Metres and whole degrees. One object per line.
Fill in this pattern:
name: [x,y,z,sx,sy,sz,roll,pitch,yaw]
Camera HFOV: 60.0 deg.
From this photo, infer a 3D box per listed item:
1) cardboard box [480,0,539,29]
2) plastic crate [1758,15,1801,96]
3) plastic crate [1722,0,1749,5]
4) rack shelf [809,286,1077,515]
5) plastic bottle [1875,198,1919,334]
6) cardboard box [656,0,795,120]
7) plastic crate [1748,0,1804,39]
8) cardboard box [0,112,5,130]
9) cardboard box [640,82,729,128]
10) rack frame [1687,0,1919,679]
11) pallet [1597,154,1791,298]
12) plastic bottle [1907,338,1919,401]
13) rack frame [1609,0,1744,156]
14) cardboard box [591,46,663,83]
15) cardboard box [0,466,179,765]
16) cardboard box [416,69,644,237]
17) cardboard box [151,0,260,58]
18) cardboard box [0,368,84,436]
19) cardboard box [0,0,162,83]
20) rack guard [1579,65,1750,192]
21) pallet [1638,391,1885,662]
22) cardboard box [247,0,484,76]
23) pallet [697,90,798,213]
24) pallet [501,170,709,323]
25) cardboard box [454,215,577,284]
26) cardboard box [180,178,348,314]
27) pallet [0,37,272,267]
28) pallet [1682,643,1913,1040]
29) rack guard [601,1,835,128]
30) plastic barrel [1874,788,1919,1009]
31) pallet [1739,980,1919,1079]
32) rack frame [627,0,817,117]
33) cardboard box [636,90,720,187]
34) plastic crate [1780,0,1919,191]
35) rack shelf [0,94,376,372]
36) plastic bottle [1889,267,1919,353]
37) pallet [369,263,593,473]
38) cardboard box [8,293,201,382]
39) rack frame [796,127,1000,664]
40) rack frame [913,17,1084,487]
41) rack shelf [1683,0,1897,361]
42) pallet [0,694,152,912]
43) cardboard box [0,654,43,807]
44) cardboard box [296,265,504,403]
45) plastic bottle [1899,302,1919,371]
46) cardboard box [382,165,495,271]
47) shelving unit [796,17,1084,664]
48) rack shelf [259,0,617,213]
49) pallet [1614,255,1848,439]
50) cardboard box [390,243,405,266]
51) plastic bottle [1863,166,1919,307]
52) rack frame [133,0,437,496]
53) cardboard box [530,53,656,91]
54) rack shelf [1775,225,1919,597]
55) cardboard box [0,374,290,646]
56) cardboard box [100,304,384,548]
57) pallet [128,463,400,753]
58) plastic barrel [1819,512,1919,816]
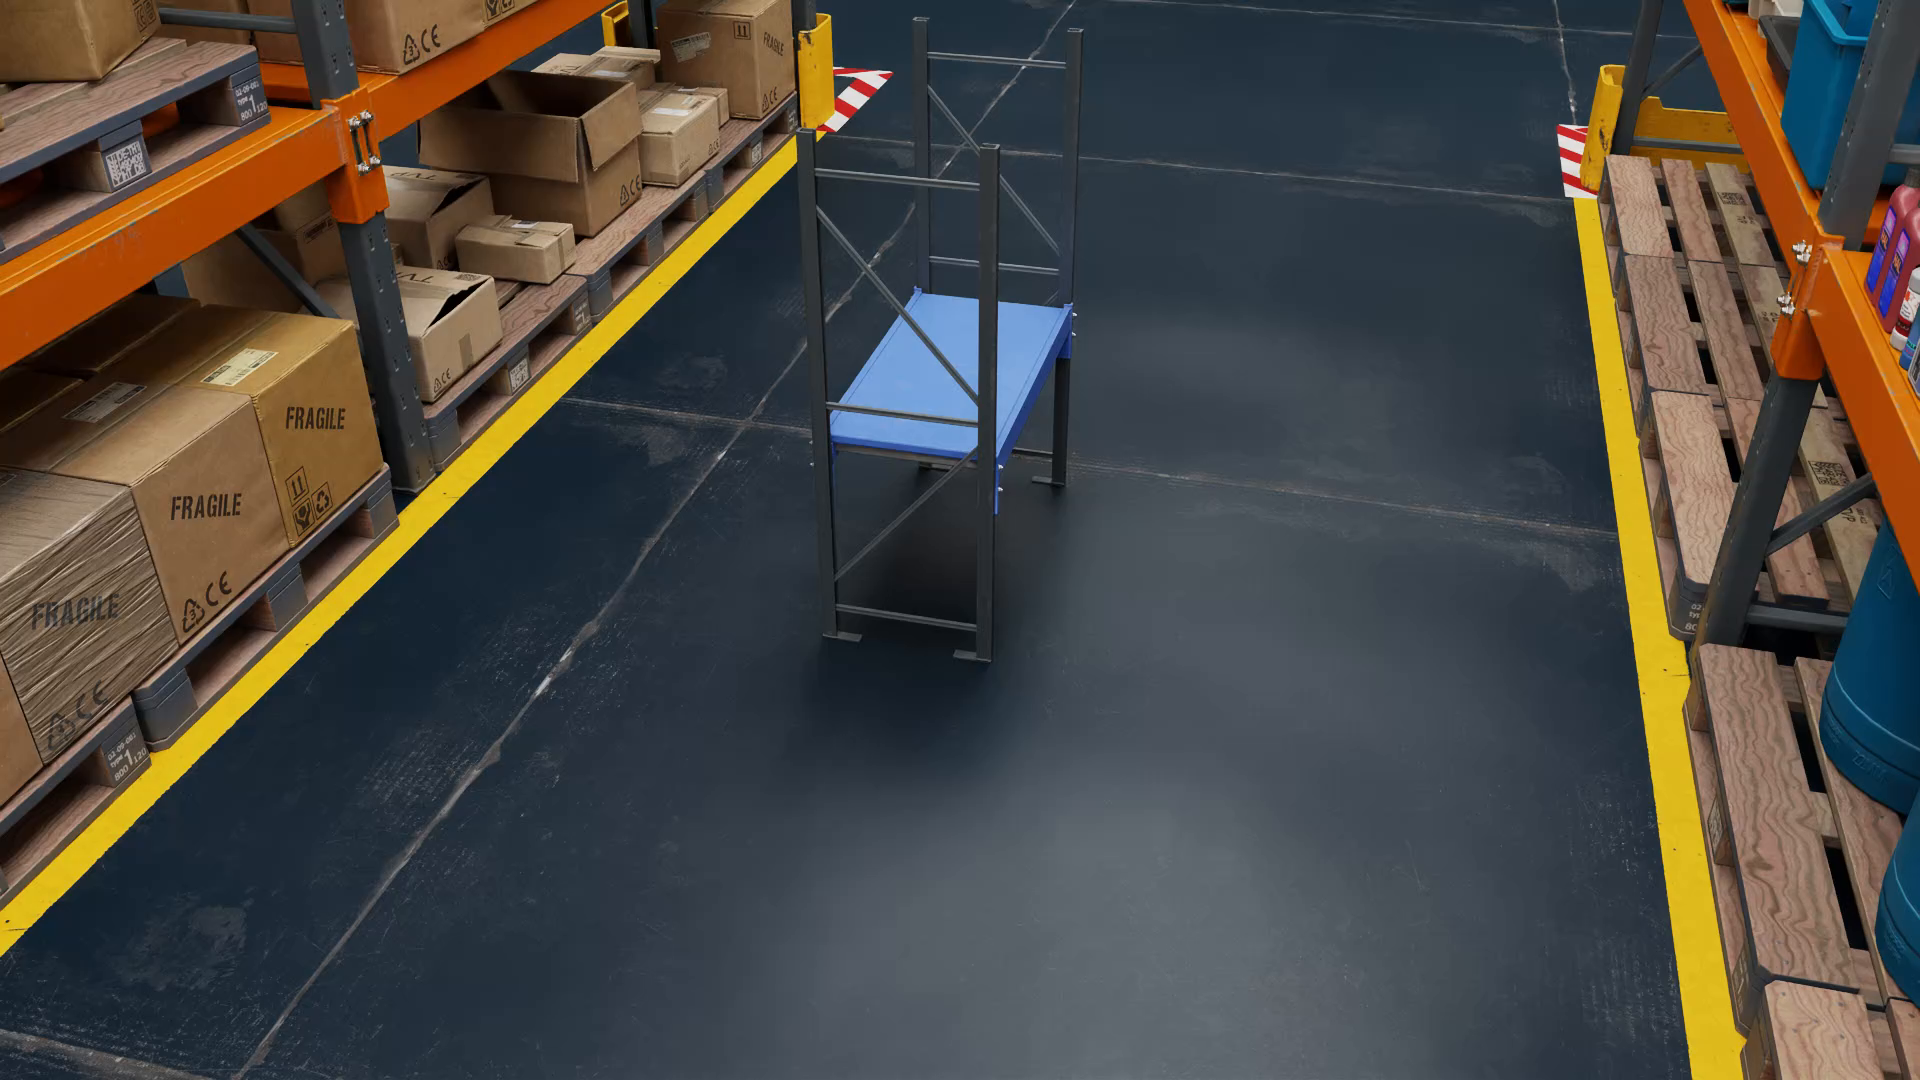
cardboard box: [-1.734,-2.046,5.580,0.500,0.500,0.500,9,33,13]
plastic crate: [2.561,-1.361,4.795,0.437,0.125,0.590,8,33,12]
plastic crate: [2.760,-1.942,5.610,0.416,0.233,0.300,8,33,12]
rack shelf: [-0.022,-0.437,4.875,0.538,0.185,1.000,8,33,12]
plastic bottle: [1.997,-0.584,3.481,0.061,0.283,0.133,8,33,12]
cardboard box: [-1.138,-2.401,8.152,0.500,0.500,0.500,8,33,12]
plastic crate: [2.688,-1.693,5.307,0.293,0.136,0.466,8,33,12]
cardboard box: [-2.703,-1.149,3.777,0.700,0.500,0.500,13,35,20]
cardboard box: [-1.328,-2.063,7.930,0.380,0.166,0.250,8,33,12]
rack frame: [2.537,-0.834,3.767,1.000,3.000,0.127,8,33,12]
pallet: [3.305,-1.311,7.115,1.003,0.211,1.213,8,33,12]
plastic bottle: [1.958,-0.404,3.205,0.152,0.276,0.135,8,33,12]
rack frame: [3.552,-2.910,7.032,1.000,3.000,0.127,8,33,12]
cardboard box: [-1.677,-2.398,8.474,0.380,0.149,0.250,8,33,12]
cardboard box: [-2.363,0.169,4.108,0.500,0.500,0.500,8,33,13]
cardboard box: [-1.782,-1.618,6.917,0.797,0.503,0.637,8,33,12]
cardboard box: [-2.375,-1.847,5.267,0.500,0.500,0.500,9,33,13]
cardboard box: [-2.737,-0.145,4.603,0.500,0.500,0.500,8,33,13]
cardboard box: [-2.590,-1.515,4.352,0.700,0.500,0.500,-3,33,-4]
rack guard: [3.545,-1.869,7.725,1.175,0.500,0.348,8,33,12]
pallet: [2.686,-0.044,5.123,1.003,0.211,1.213,8,33,12]
cardboard box: [-1.861,-1.780,5.161,0.500,0.500,0.500,9,34,14]
pallet: [-1.459,-1.956,8.131,1.003,0.211,1.213,8,33,12]
pallet: [-1.771,-1.325,7.138,1.003,0.211,1.213,8,33,12]
cardboard box: [-1.728,-1.139,6.477,0.380,0.166,0.250,8,33,12]
cardboard box: [-2.383,-0.976,5.909,0.500,0.500,0.500,8,33,12]
pallet: [-2.562,-1.030,4.253,1.003,0.211,1.213,8,33,12]
pallet: [2.301,0.737,3.894,1.003,0.211,1.213,8,33,12]
rack guard: [-1.258,-2.492,8.704,1.175,0.500,0.348,8,33,12]
plastic barrel: [2.203,0.521,3.198,0.600,0.901,0.708,8,33,12]
pallet: [1.993,1.372,2.895,1.003,0.211,1.213,8,33,12]
rack frame: [-1.238,-3.586,8.096,1.000,3.000,0.127,8,33,12]
cardboard box: [-1.408,-1.807,7.450,0.500,0.250,0.500,8,33,12]
plastic crate: [2.325,-1.142,4.209,0.392,0.384,0.575,8,33,12]
rack shelf: [-2.761,-0.169,3.391,1.077,0.370,4.000,8,33,12]
plastic bottle: [1.986,-0.487,3.405,0.097,0.201,0.097,0,32,0]
pallet: [-2.078,-0.690,6.139,1.003,0.211,1.213,8,33,12]
cardboard box: [-2.612,-0.424,5.040,0.500,0.500,0.500,7,33,10]
rack frame: [-0.151,-0.325,4.363,0.500,1.500,0.032,8,33,12]
rack frame: [0.107,-0.852,5.193,0.500,1.500,0.032,8,33,12]
rack shelf: [3.044,-1.569,5.592,1.077,0.370,4.000,8,33,12]
pallet: [-2.731,0.728,3.907,1.003,0.211,1.213,8,33,12]
cardboard box: [-2.490,0.433,3.692,0.500,0.500,0.500,7,33,11]
cardboard box: [-1.938,-0.750,5.730,0.500,0.311,0.500,8,33,12]
plastic bottle: [1.961,-0.466,3.307,0.097,0.271,0.097,0,32,0]
cardboard box: [-2.193,-1.285,6.572,0.500,0.311,0.500,8,33,12]
shelving unit: [-0.022,-0.589,4.778,0.538,1.500,1.048,8,33,12]
rack shelf: [-1.746,-2.245,6.656,1.077,0.370,4.000,8,33,12]
pallet: [2.993,-0.680,6.122,1.003,0.211,1.213,8,33,12]
cardboard box: [-2.346,-1.030,6.322,0.380,0.149,0.250,8,33,12]
plastic bottle: [2.031,-0.653,3.590,0.061,0.283,0.133,8,33,12]
rack frame: [-2.254,-1.511,4.830,1.000,3.000,0.127,8,33,12]
cardboard box: [-1.778,-2.109,7.924,0.500,0.250,0.500,8,33,12]
rack shelf: [2.029,0.507,2.327,1.077,0.370,4.000,8,33,12]
cardboard box: [-2.235,-0.091,4.517,0.500,0.500,0.500,8,33,13]
cardboard box: [-2.102,-0.346,4.919,0.500,0.500,0.500,8,33,12]
pallet: [-2.423,0.093,4.906,1.003,0.211,1.213,8,33,12]
plastic barrel: [2.382,0.154,3.776,0.600,0.901,0.708,8,33,12]
